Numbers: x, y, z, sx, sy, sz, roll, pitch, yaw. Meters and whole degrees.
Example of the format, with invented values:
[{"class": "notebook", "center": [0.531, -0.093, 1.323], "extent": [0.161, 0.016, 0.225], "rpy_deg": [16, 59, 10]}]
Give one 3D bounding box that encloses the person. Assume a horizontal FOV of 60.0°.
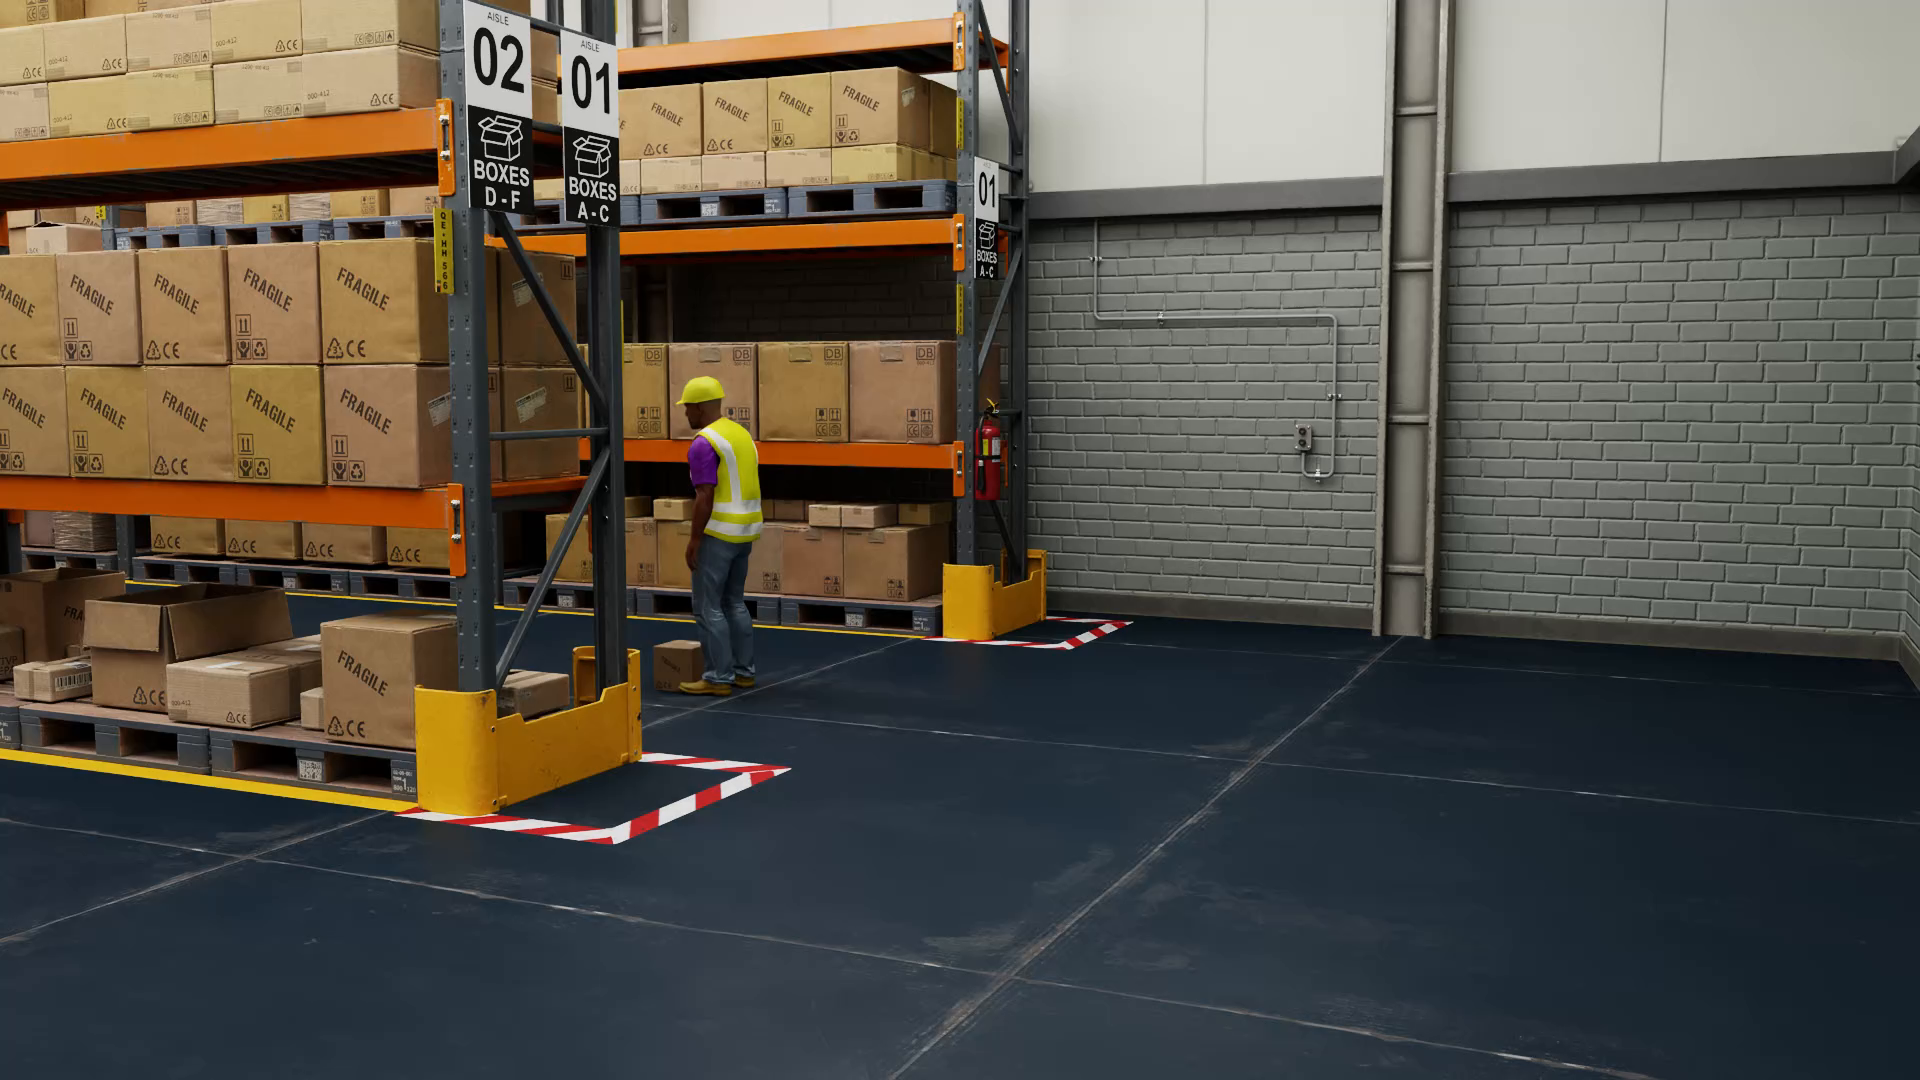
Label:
[{"class": "person", "center": [-1.346, -0.028, 9.250], "extent": [0.463, 1.759, 0.626], "rpy_deg": [2, 6, 21]}]
